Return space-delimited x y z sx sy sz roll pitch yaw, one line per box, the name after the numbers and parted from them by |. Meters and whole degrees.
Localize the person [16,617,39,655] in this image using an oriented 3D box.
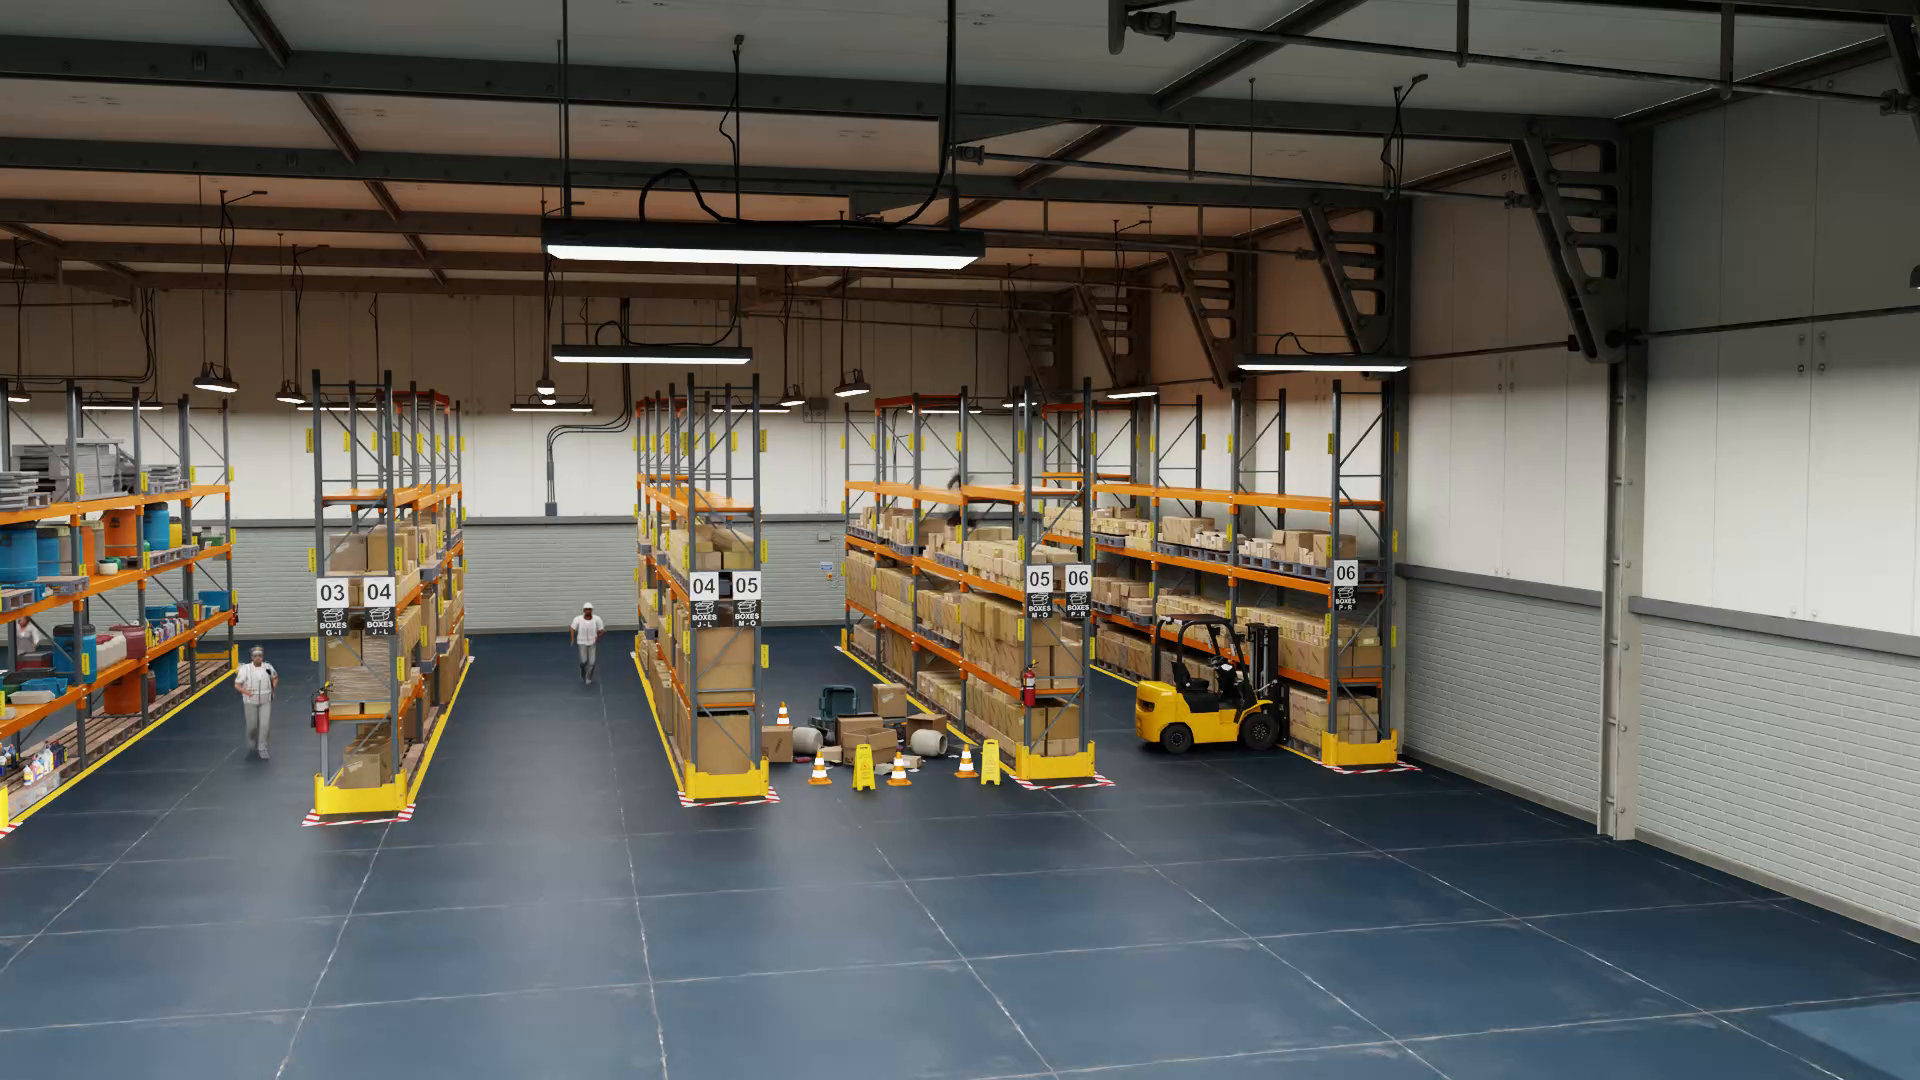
-18.946 2.285 33.692 0.526 1.573 0.757 -1 4 -21 | person

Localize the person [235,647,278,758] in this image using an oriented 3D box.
-11.219 2.570 26.578 0.673 1.754 0.900 -2 4 -32 | person

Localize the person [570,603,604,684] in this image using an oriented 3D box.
-7.732 2.151 34.526 0.690 1.710 0.621 -1 3 -16 | person
